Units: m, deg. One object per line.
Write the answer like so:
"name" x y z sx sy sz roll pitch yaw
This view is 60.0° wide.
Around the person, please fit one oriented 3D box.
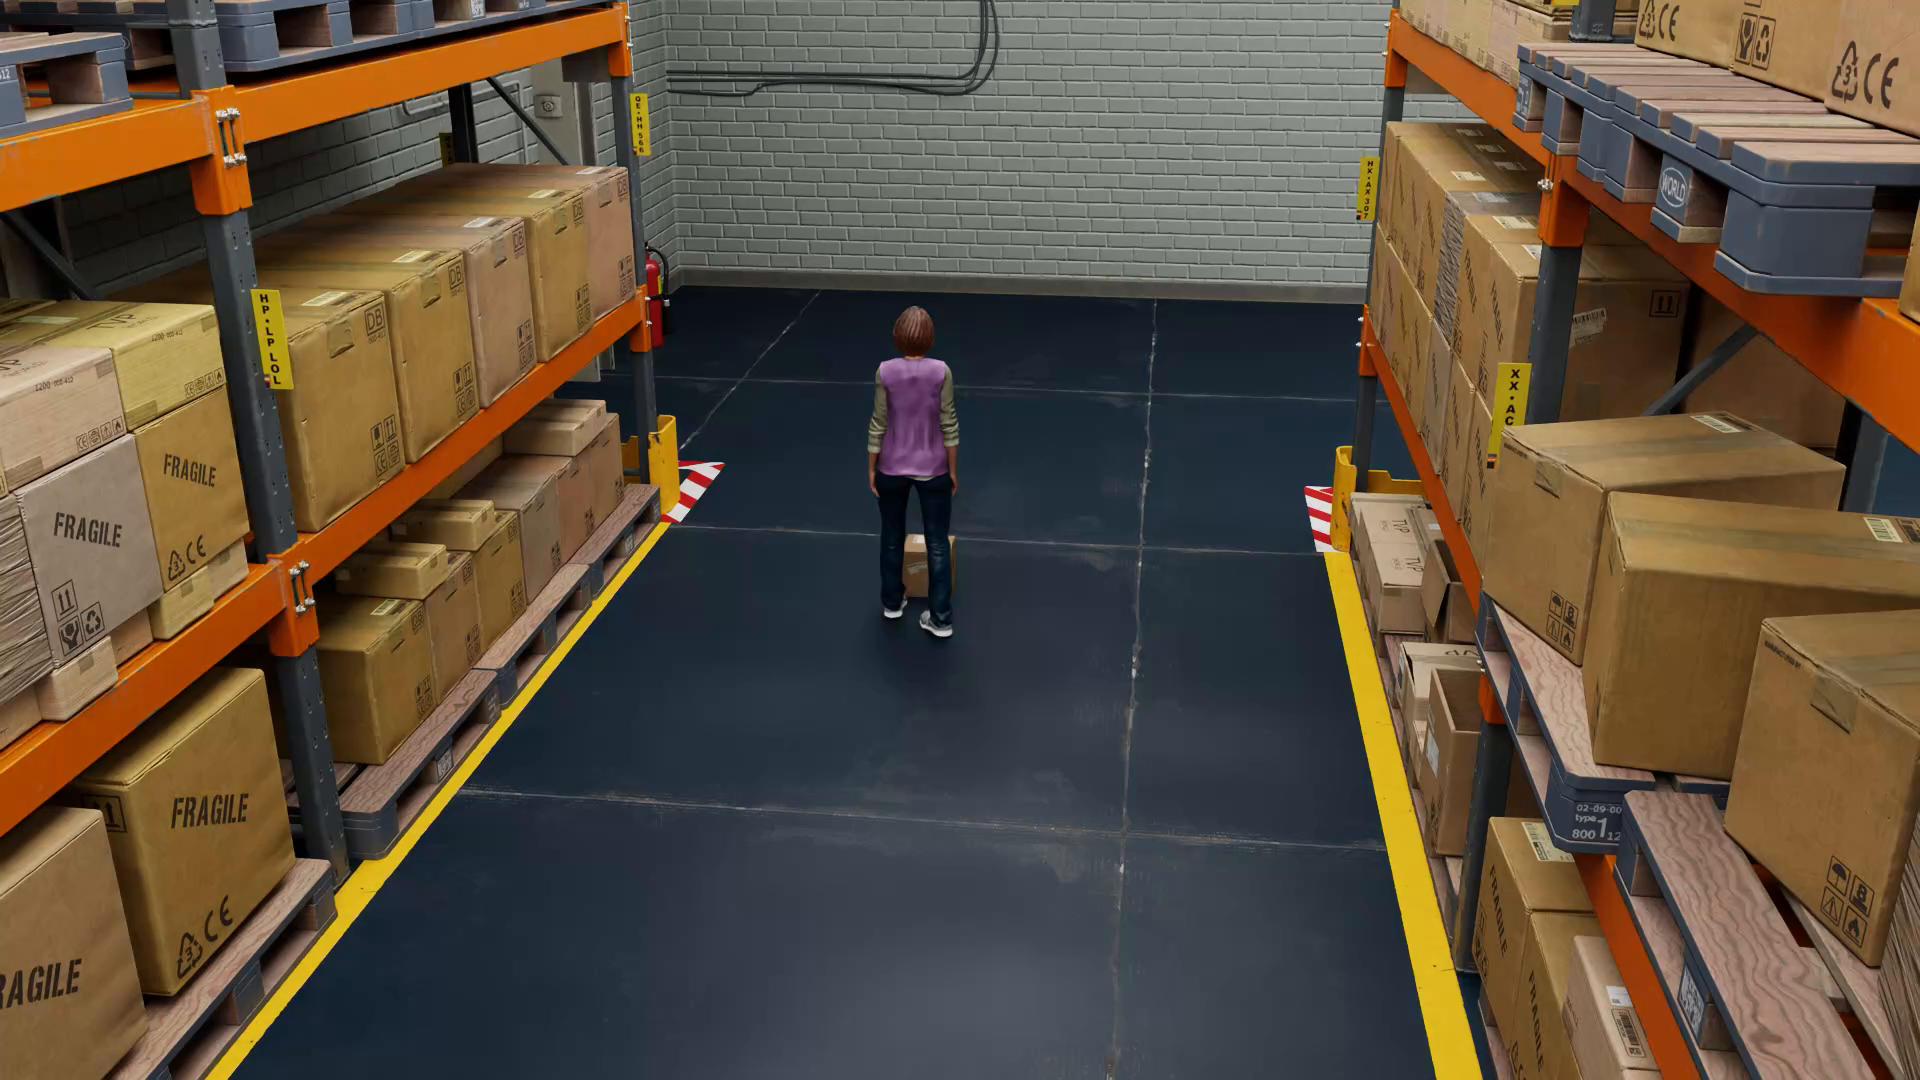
"person" -0.220 -0.339 7.952 0.433 1.601 0.528 0 21 1
